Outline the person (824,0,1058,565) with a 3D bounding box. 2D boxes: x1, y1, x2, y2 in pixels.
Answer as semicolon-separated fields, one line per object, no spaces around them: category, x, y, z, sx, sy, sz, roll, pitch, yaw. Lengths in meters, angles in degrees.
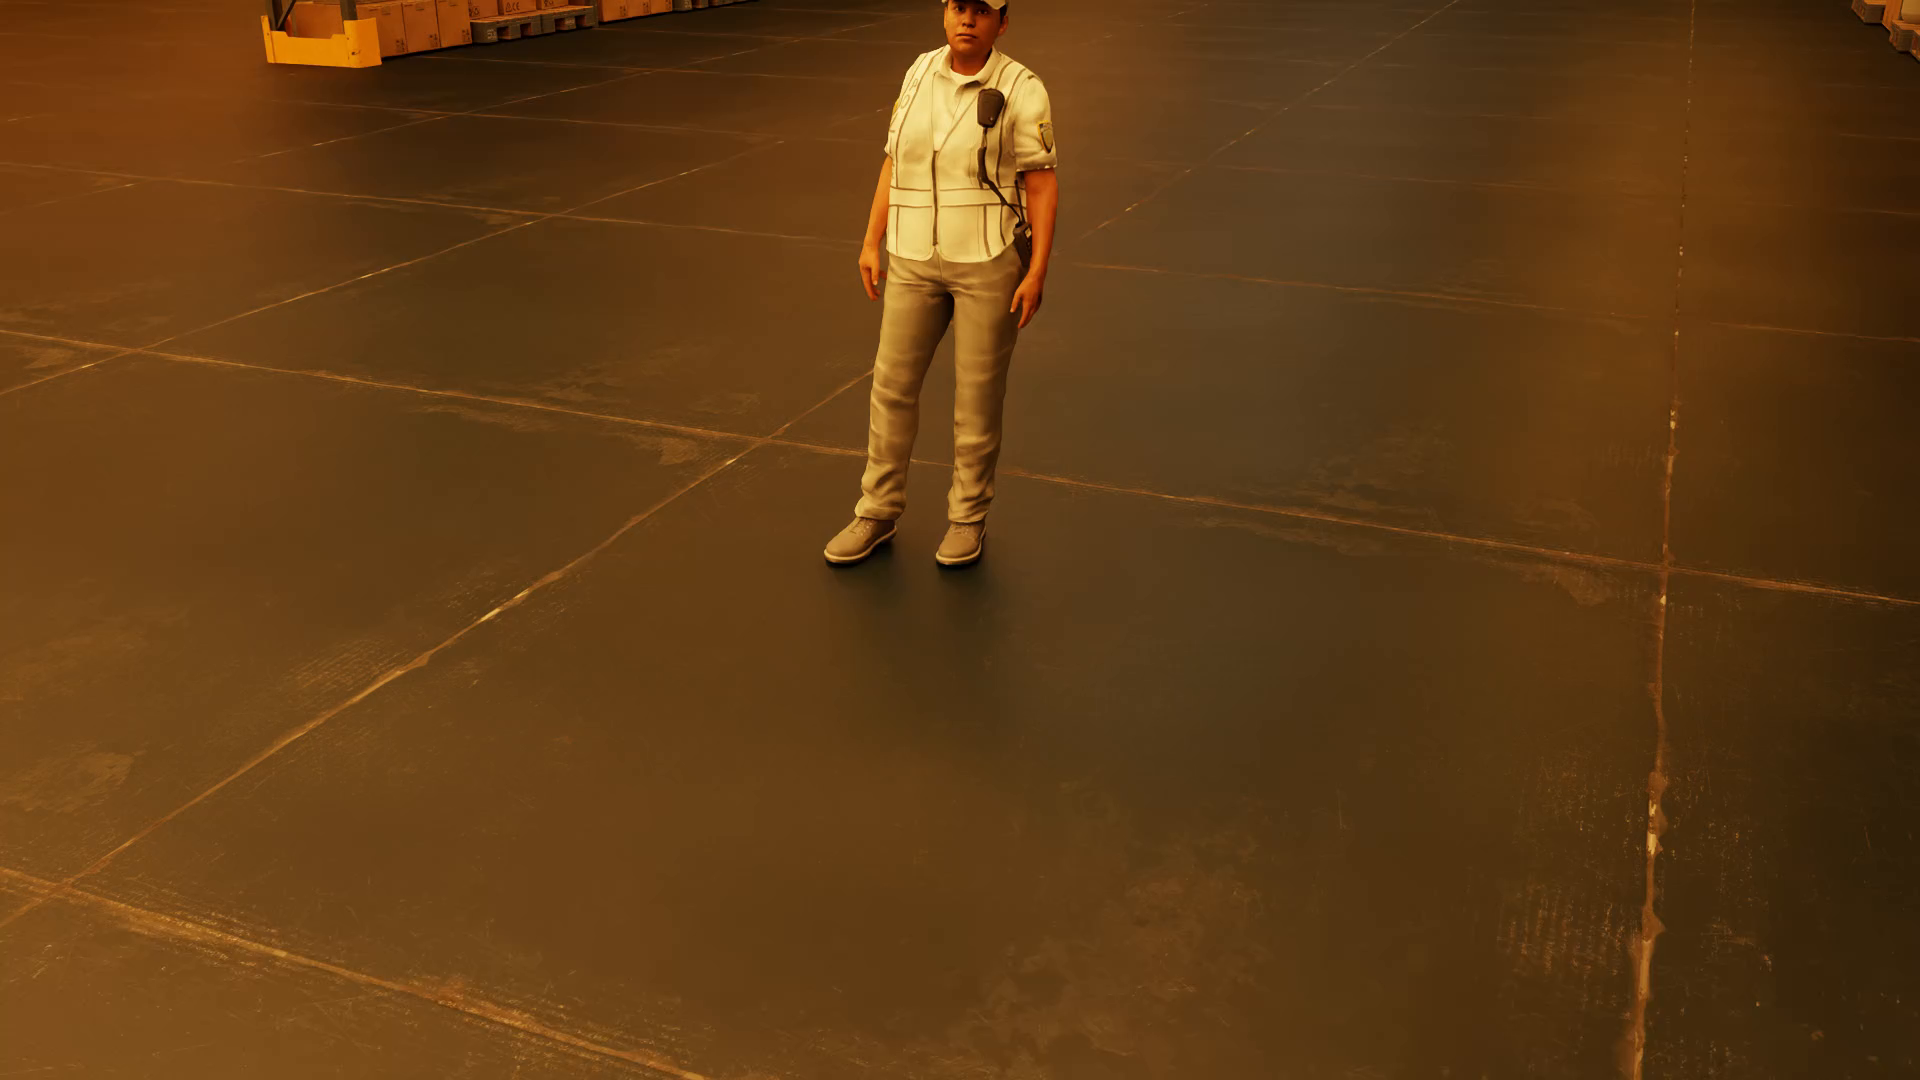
person;-0.050;-0.752;4.711;0.598;1.670;0.529;9;24;21
